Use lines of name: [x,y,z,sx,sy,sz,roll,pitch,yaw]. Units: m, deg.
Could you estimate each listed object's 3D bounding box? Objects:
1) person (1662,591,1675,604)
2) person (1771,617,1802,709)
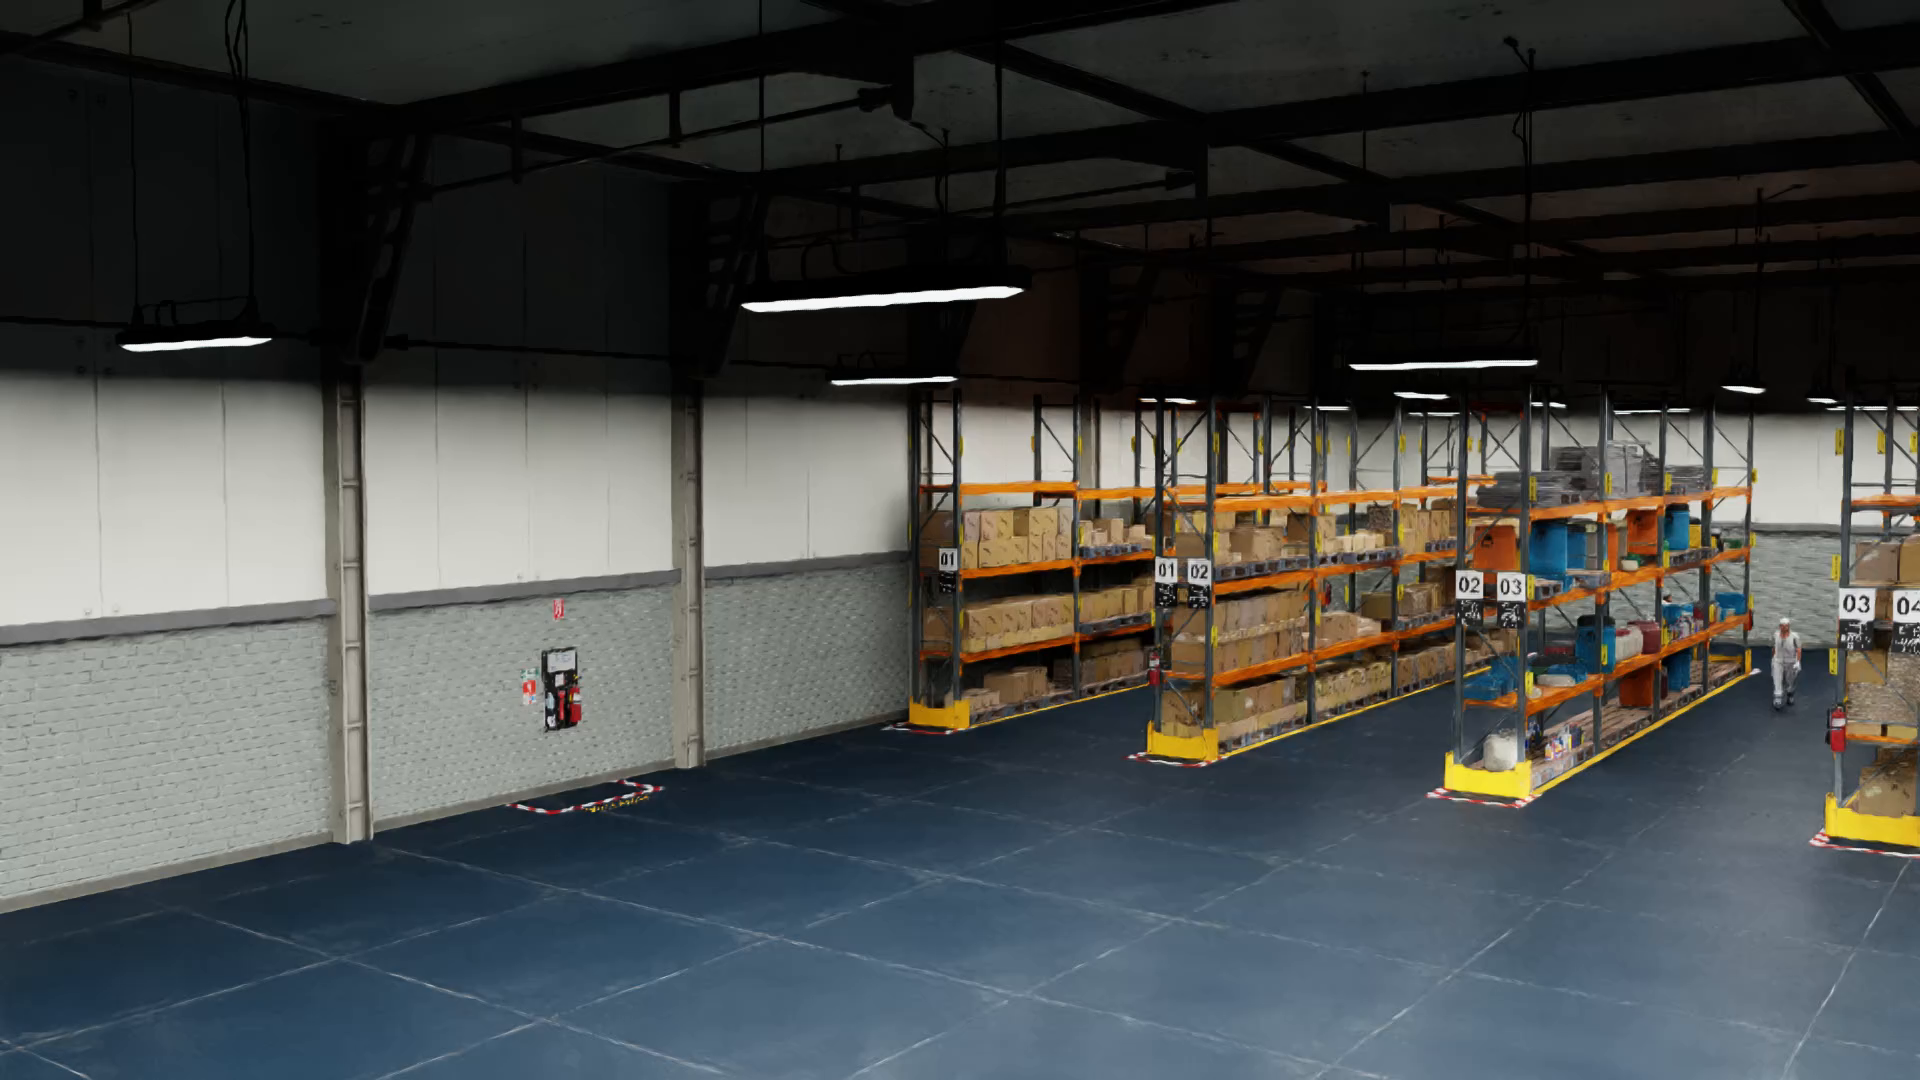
person: [16.175,1.992,38.147,0.468,1.661,0.589,2,4,35]
person: [15.730,2.328,31.685,0.567,1.736,1.044,2,4,35]
